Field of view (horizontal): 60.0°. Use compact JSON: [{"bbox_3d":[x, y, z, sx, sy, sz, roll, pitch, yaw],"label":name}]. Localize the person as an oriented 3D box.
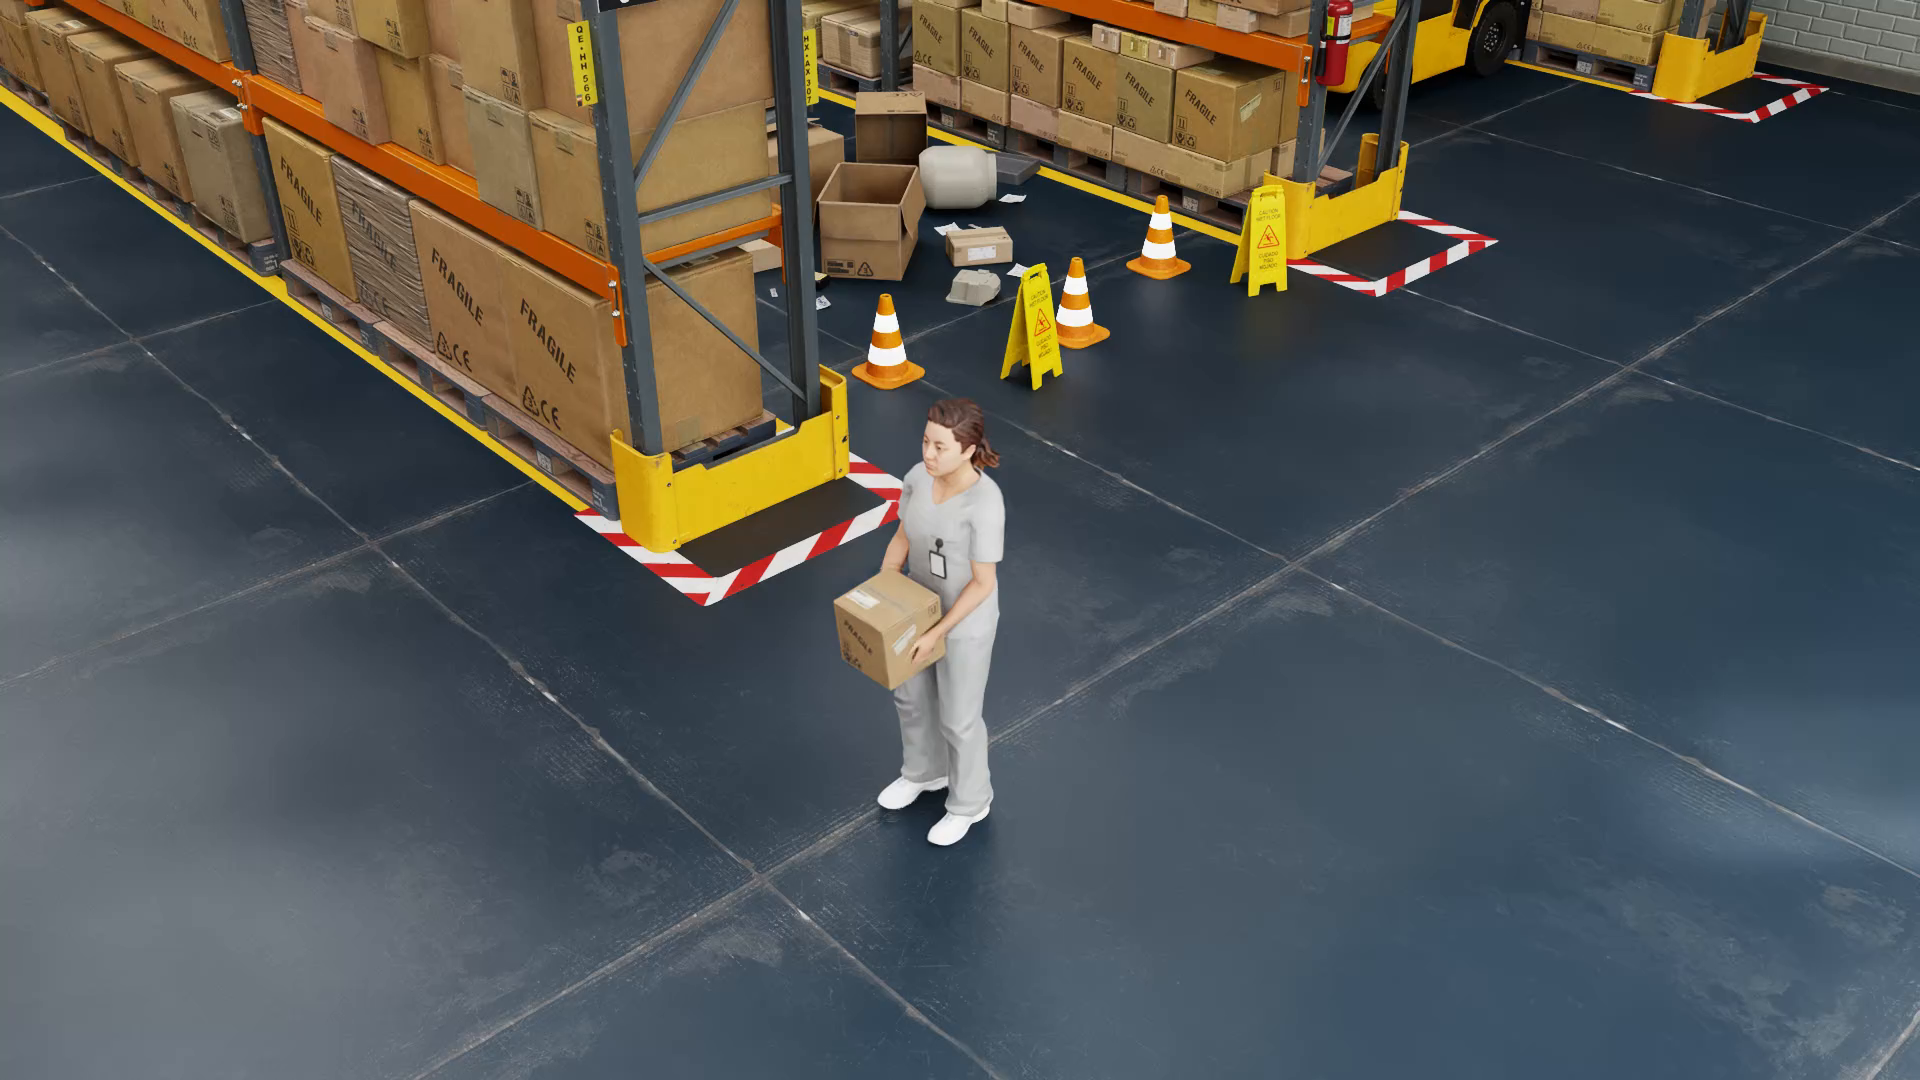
[{"bbox_3d":[-0.081,0.295,5.661,0.490,1.674,0.463,-26,41,-36],"label":"person"}]
